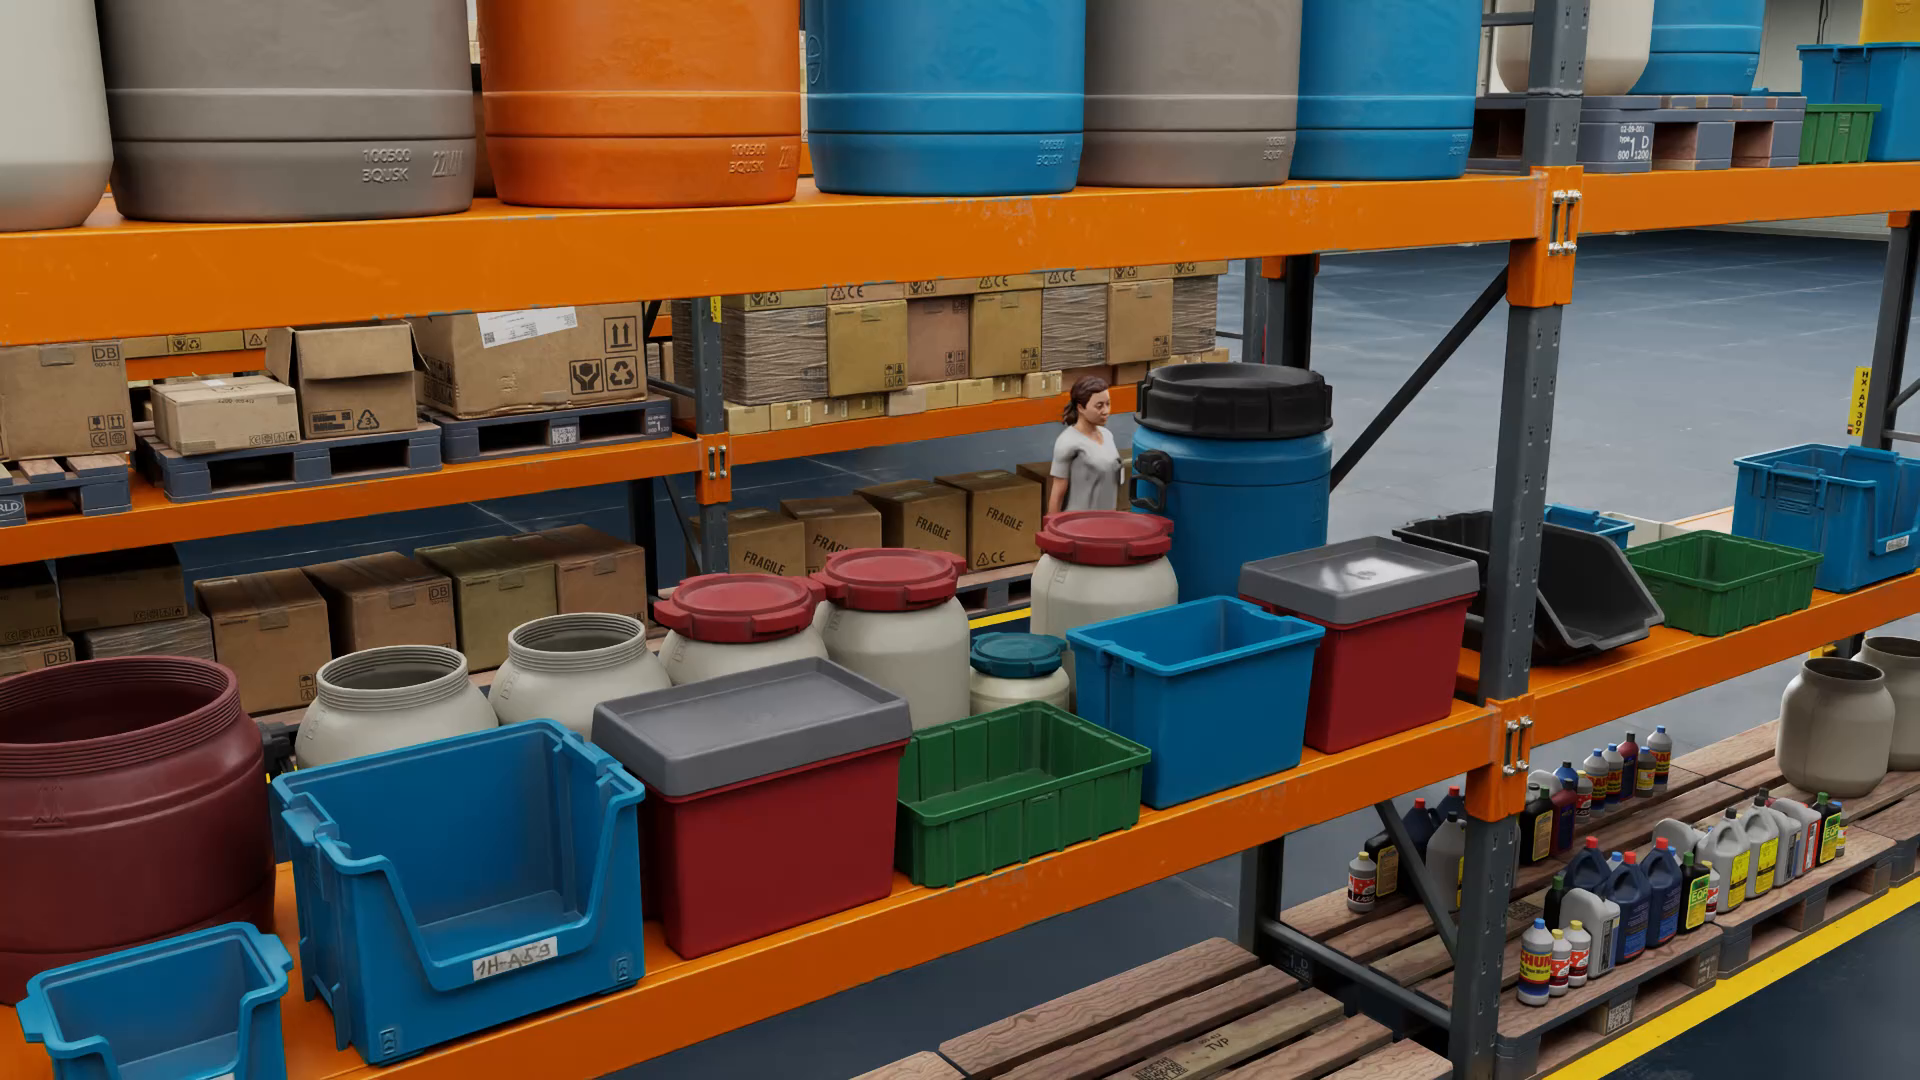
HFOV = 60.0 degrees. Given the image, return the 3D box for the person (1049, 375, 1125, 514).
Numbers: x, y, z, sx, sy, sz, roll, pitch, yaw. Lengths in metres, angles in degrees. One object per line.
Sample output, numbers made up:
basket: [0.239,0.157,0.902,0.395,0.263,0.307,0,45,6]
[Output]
person: [0.746,-0.017,8.554,0.674,1.666,0.457,10,18,33]
